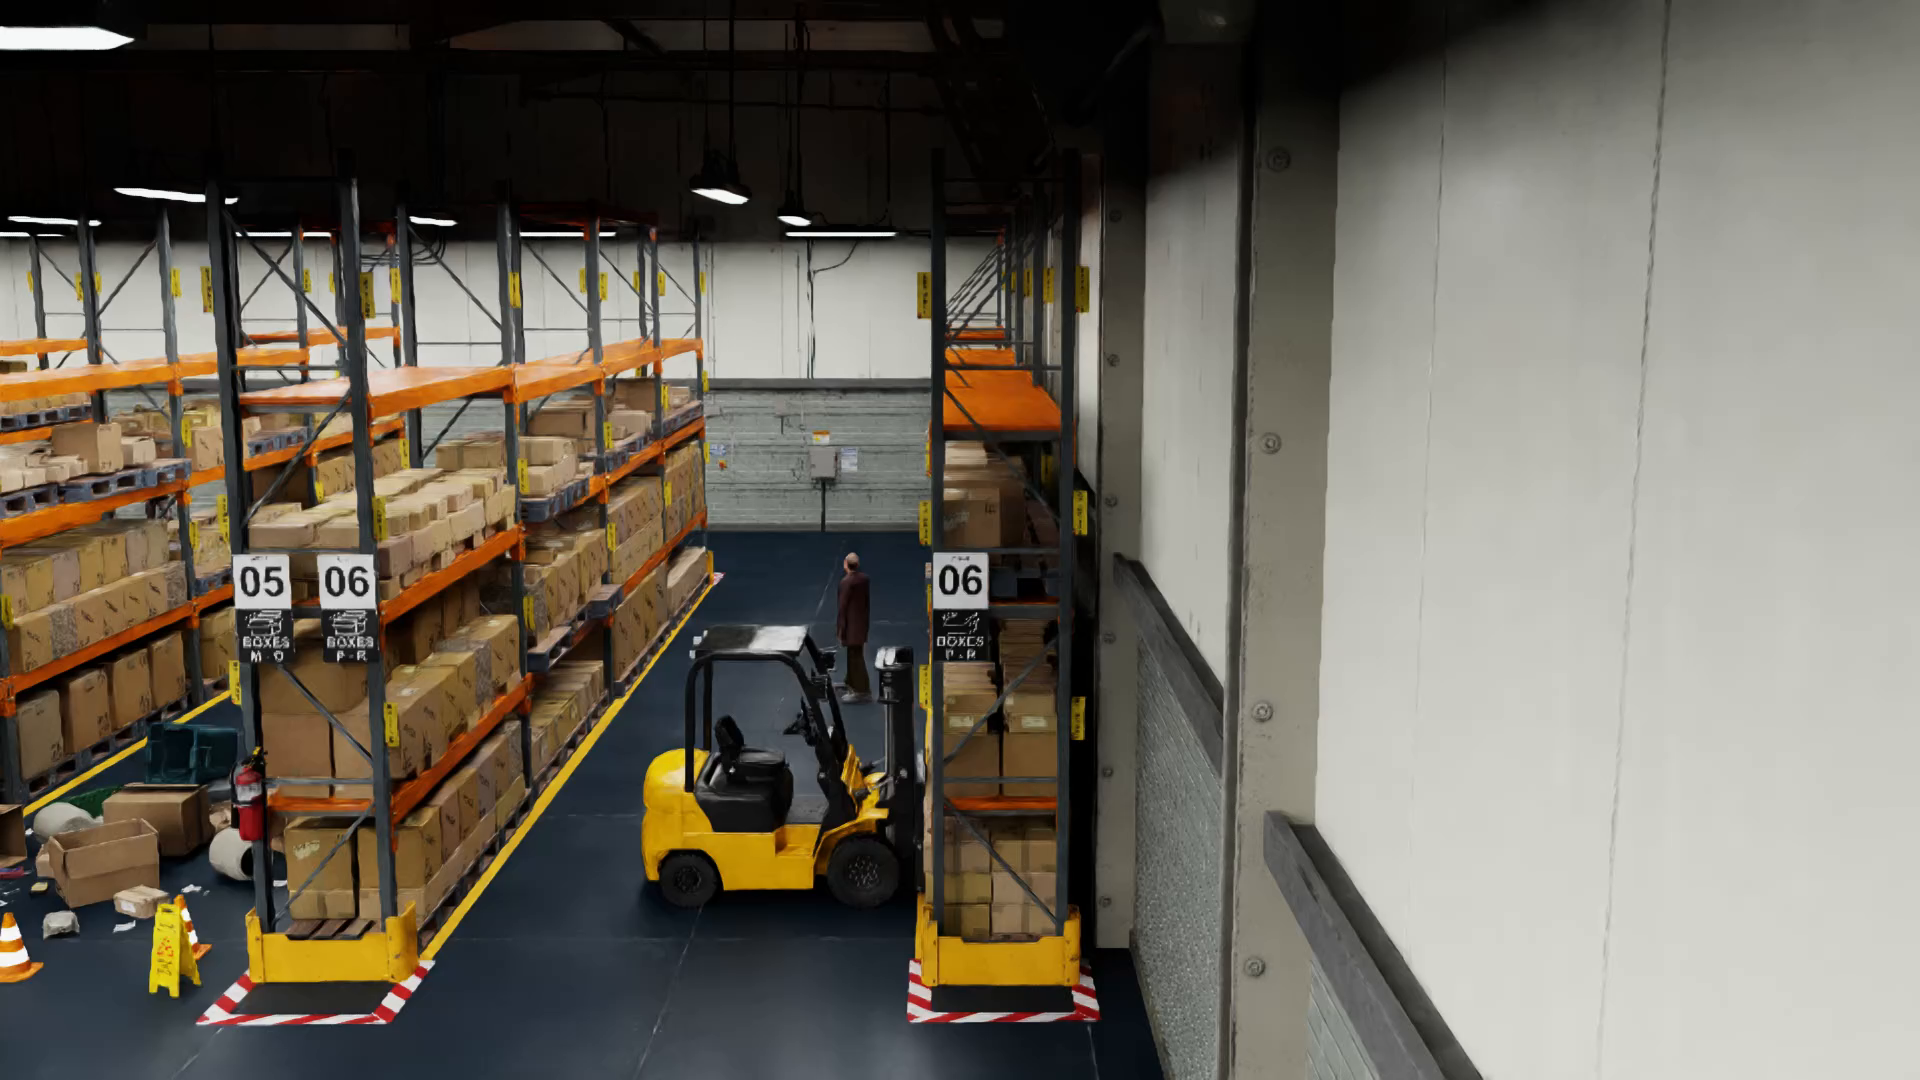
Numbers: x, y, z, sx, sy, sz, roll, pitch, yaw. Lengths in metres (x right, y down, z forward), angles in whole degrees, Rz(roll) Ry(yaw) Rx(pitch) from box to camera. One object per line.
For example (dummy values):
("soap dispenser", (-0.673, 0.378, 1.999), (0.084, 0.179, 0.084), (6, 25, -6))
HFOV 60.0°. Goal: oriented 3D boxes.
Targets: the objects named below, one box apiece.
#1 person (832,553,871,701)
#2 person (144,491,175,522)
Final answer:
("person", (-1.347, 1.030, 20.344), (0.631, 1.775, 0.675), (3, 10, 20))
("person", (-15.430, -0.770, 31.970), (0.682, 1.660, 0.800), (-3, 10, -20))
